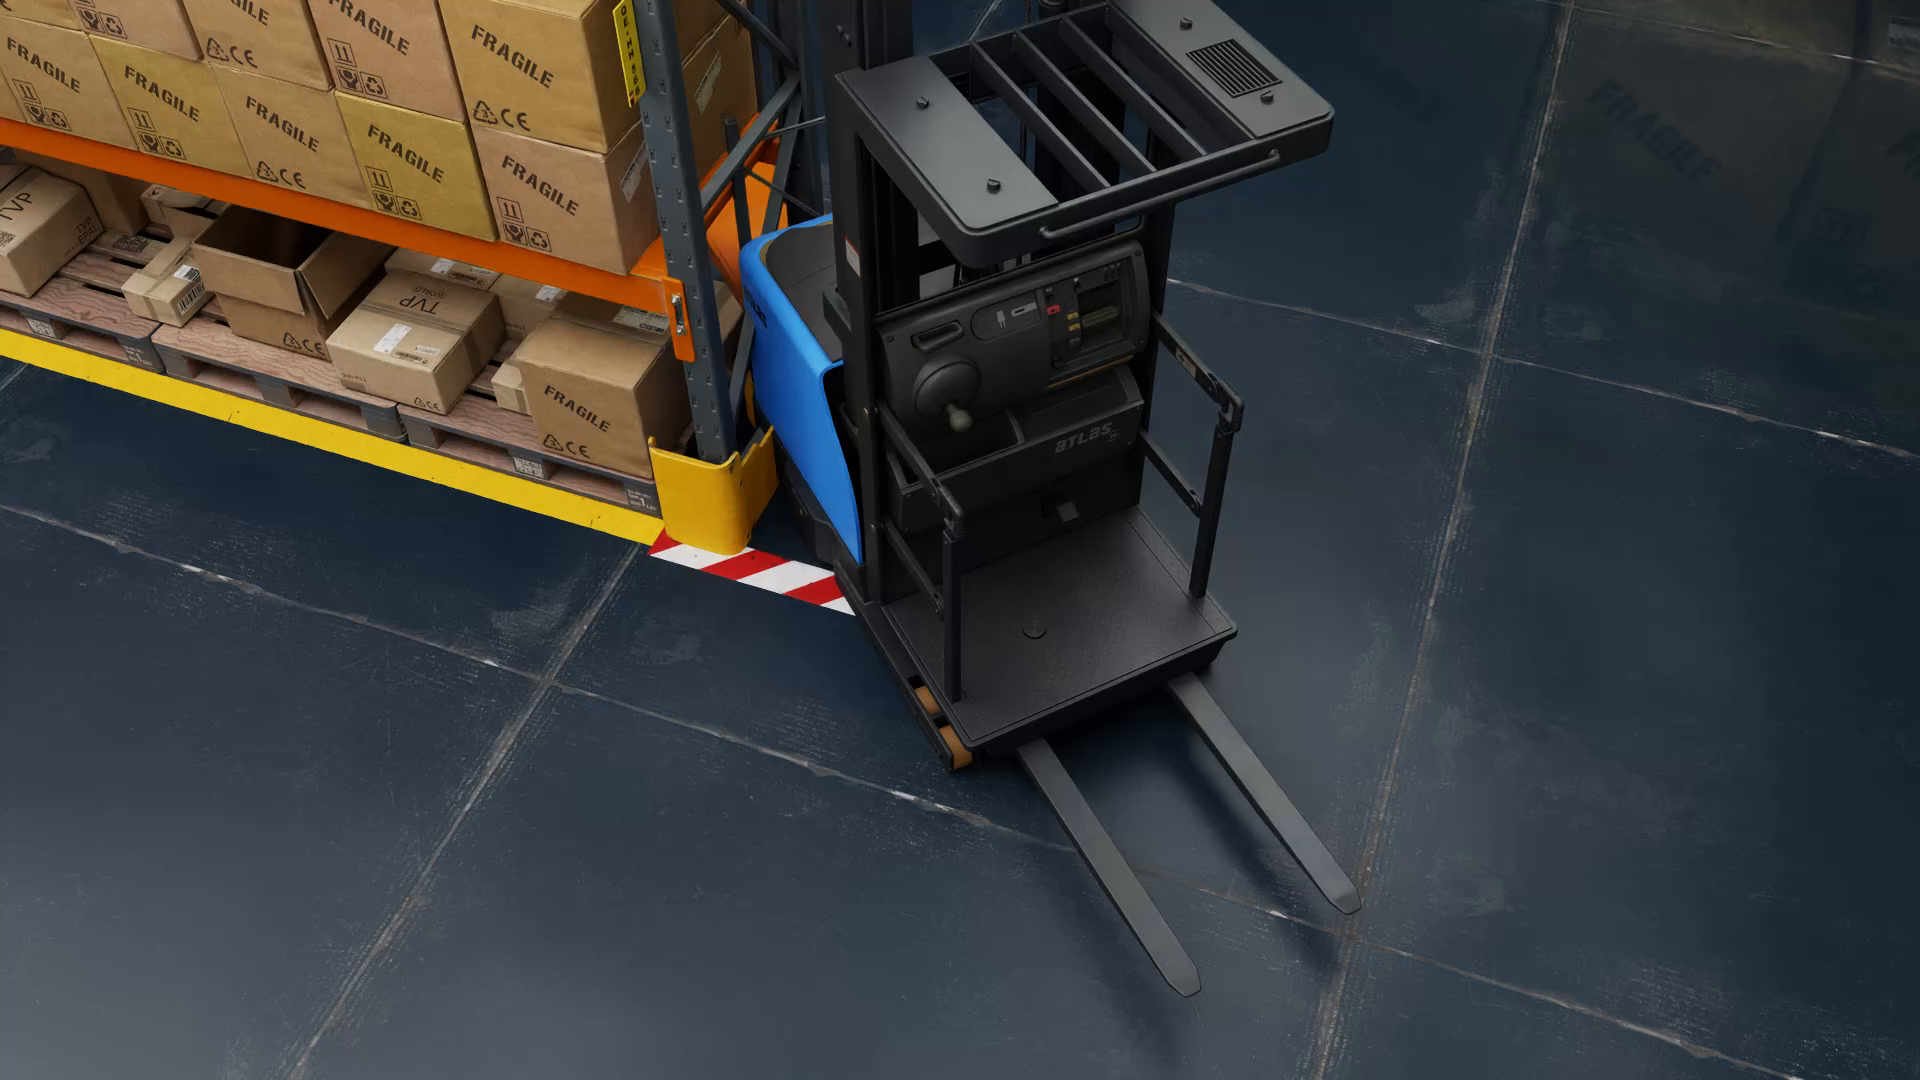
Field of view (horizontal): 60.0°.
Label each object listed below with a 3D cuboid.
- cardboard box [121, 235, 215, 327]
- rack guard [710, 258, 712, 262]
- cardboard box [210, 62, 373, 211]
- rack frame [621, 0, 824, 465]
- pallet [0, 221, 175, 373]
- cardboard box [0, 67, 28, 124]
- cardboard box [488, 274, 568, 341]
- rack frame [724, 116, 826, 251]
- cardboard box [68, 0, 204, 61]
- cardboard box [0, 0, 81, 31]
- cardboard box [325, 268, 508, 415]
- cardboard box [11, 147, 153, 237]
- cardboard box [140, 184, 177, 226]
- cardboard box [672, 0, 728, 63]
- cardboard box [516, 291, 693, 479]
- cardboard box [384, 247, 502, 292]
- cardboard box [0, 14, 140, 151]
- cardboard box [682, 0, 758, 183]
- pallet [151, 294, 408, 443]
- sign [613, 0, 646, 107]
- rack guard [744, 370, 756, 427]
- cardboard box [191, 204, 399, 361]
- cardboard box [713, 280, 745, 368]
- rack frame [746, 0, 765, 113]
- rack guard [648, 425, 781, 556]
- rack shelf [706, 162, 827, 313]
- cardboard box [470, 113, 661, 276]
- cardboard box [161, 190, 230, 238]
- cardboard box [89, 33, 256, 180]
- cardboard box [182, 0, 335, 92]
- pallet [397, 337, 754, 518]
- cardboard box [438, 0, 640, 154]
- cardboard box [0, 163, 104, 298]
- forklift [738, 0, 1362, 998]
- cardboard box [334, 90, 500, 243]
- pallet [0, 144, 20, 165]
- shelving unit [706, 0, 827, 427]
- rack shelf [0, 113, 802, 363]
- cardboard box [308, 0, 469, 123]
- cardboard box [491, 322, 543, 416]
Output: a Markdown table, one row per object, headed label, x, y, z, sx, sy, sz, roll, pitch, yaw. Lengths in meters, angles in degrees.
| label | x | y | z | sx | sy | sz | roll | pitch | yaw |
| --- | --- | --- | --- | --- | --- | --- | --- | --- | --- |
| cardboard box | -3.380 | -1.127 | 7.192 | 0.250 | 0.166 | 0.380 | 16 | 51 | 13 |
| rack guard | -1.065 | -1.355 | 7.526 | 0.587 | 0.250 | 0.087 | -21 | 53 | -17 |
| cardboard box | -2.230 | -1.571 | 5.927 | 0.500 | 0.500 | 0.500 | 16 | 51 | 13 |
| rack frame | -0.761 | -1.346 | 5.798 | 0.127 | 3.000 | 1.000 | 16 | 51 | 13 |
| pallet | -3.870 | -1.299 | 7.603 | 1.213 | 0.211 | 1.003 | 16 | 51 | 13 |
| cardboard box | -3.649 | -1.967 | 6.271 | 0.500 | 0.500 | 0.500 | 16 | 51 | 14 |
| cardboard box | -1.642 | -1.064 | 7.082 | 0.500 | 0.250 | 0.500 | 16 | 51 | 13 |
| rack frame | -0.603 | -1.063 | 6.467 | 0.500 | 1.500 | 0.032 | -21 | 53 | -17 |
| cardboard box | -2.718 | -2.026 | 5.660 | 0.500 | 0.500 | 0.500 | 17 | 51 | 14 |
| cardboard box | -3.203 | -2.161 | 5.777 | 0.500 | 0.500 | 0.500 | 14 | 51 | 12 |
| cardboard box | -2.238 | -0.827 | 6.877 | 0.500 | 0.250 | 0.500 | 16 | 51 | 13 |
| cardboard box | -3.881 | -1.770 | 7.529 | 0.500 | 0.500 | 0.500 | 16 | 51 | 13 |
| cardboard box | -3.508 | -1.600 | 7.614 | 0.250 | 0.149 | 0.380 | 16 | 51 | 13 |
| cardboard box | -1.086 | -2.009 | 5.645 | 0.500 | 0.500 | 0.500 | 17 | 51 | 14 |
| cardboard box | -1.357 | -0.639 | 6.548 | 0.500 | 0.500 | 0.500 | 16 | 51 | 13 |
| cardboard box | -2.111 | -1.195 | 7.195 | 0.500 | 0.250 | 0.500 | 16 | 51 | 13 |
| cardboard box | -3.180 | -1.835 | 6.156 | 0.500 | 0.500 | 0.500 | 15 | 51 | 13 |
| cardboard box | -1.086 | -1.682 | 6.023 | 0.500 | 0.500 | 0.500 | 17 | 51 | 14 |
| pallet | -2.721 | -0.981 | 7.327 | 1.213 | 0.211 | 1.003 | 16 | 51 | 13 |
| sign | -0.973 | -1.440 | 4.904 | 0.005 | 0.325 | 0.100 | 16 | 51 | 13 |
| rack guard | -0.616 | -0.673 | 6.956 | 0.587 | 0.250 | 0.087 | -21 | 53 | -17 |
| cardboard box | -2.750 | -1.231 | 7.060 | 0.637 | 0.503 | 0.797 | 16 | 51 | 13 |
| cardboard box | -1.035 | -0.909 | 7.015 | 0.250 | 0.149 | 0.380 | 16 | 51 | 13 |
| rack frame | -1.062 | -1.758 | 7.049 | 0.500 | 1.500 | 0.032 | -21 | 53 | -17 |
| rack guard | -0.833 | -0.547 | 6.760 | 0.348 | 0.500 | 1.175 | 16 | 51 | 13 |
| rack shelf | -0.834 | -1.295 | 6.895 | 0.538 | 0.185 | 1.000 | -21 | 53 | -17 |
| cardboard box | -1.276 | -1.303 | 5.695 | 0.500 | 0.500 | 0.500 | 17 | 51 | 14 |
| cardboard box | -3.177 | -1.512 | 7.430 | 0.500 | 0.311 | 0.500 | 16 | 51 | 13 |
| cardboard box | -2.703 | -1.703 | 6.041 | 0.500 | 0.500 | 0.500 | 15 | 51 | 13 |
| cardboard box | -2.236 | -1.892 | 5.543 | 0.500 | 0.500 | 0.500 | 17 | 51 | 14 |
| pallet | -1.581 | -0.660 | 7.049 | 1.213 | 0.211 | 1.003 | 16 | 51 | 13 |
| cardboard box | -1.274 | -1.628 | 5.314 | 0.500 | 0.500 | 0.500 | 15 | 51 | 13 |
| cardboard box | -4.195 | -1.393 | 7.327 | 0.500 | 0.311 | 0.500 | 16 | 51 | 13 |
| forklift | 0.290 | -0.539 | 5.144 | 1.130 | 2.935 | 3.031 | -21 | 52 | -18 |
| cardboard box | -1.764 | -1.436 | 5.810 | 0.500 | 0.500 | 0.500 | 16 | 51 | 13 |
| pallet | -5.290 | -1.666 | 7.921 | 1.213 | 0.211 | 1.003 | 16 | 51 | 13 |
| shelving unit | -0.836 | -1.417 | 6.763 | 0.587 | 1.500 | 1.083 | -21 | 53 | -17 |
| rack shelf | -2.638 | -1.634 | 6.524 | 4.000 | 0.370 | 1.077 | 16 | 51 | 13 |
| cardboard box | -1.748 | -1.759 | 5.428 | 0.500 | 0.500 | 0.500 | 17 | 51 | 14 |
| cardboard box | -1.706 | -0.699 | 6.822 | 0.250 | 0.166 | 0.380 | 16 | 51 | 13 |
